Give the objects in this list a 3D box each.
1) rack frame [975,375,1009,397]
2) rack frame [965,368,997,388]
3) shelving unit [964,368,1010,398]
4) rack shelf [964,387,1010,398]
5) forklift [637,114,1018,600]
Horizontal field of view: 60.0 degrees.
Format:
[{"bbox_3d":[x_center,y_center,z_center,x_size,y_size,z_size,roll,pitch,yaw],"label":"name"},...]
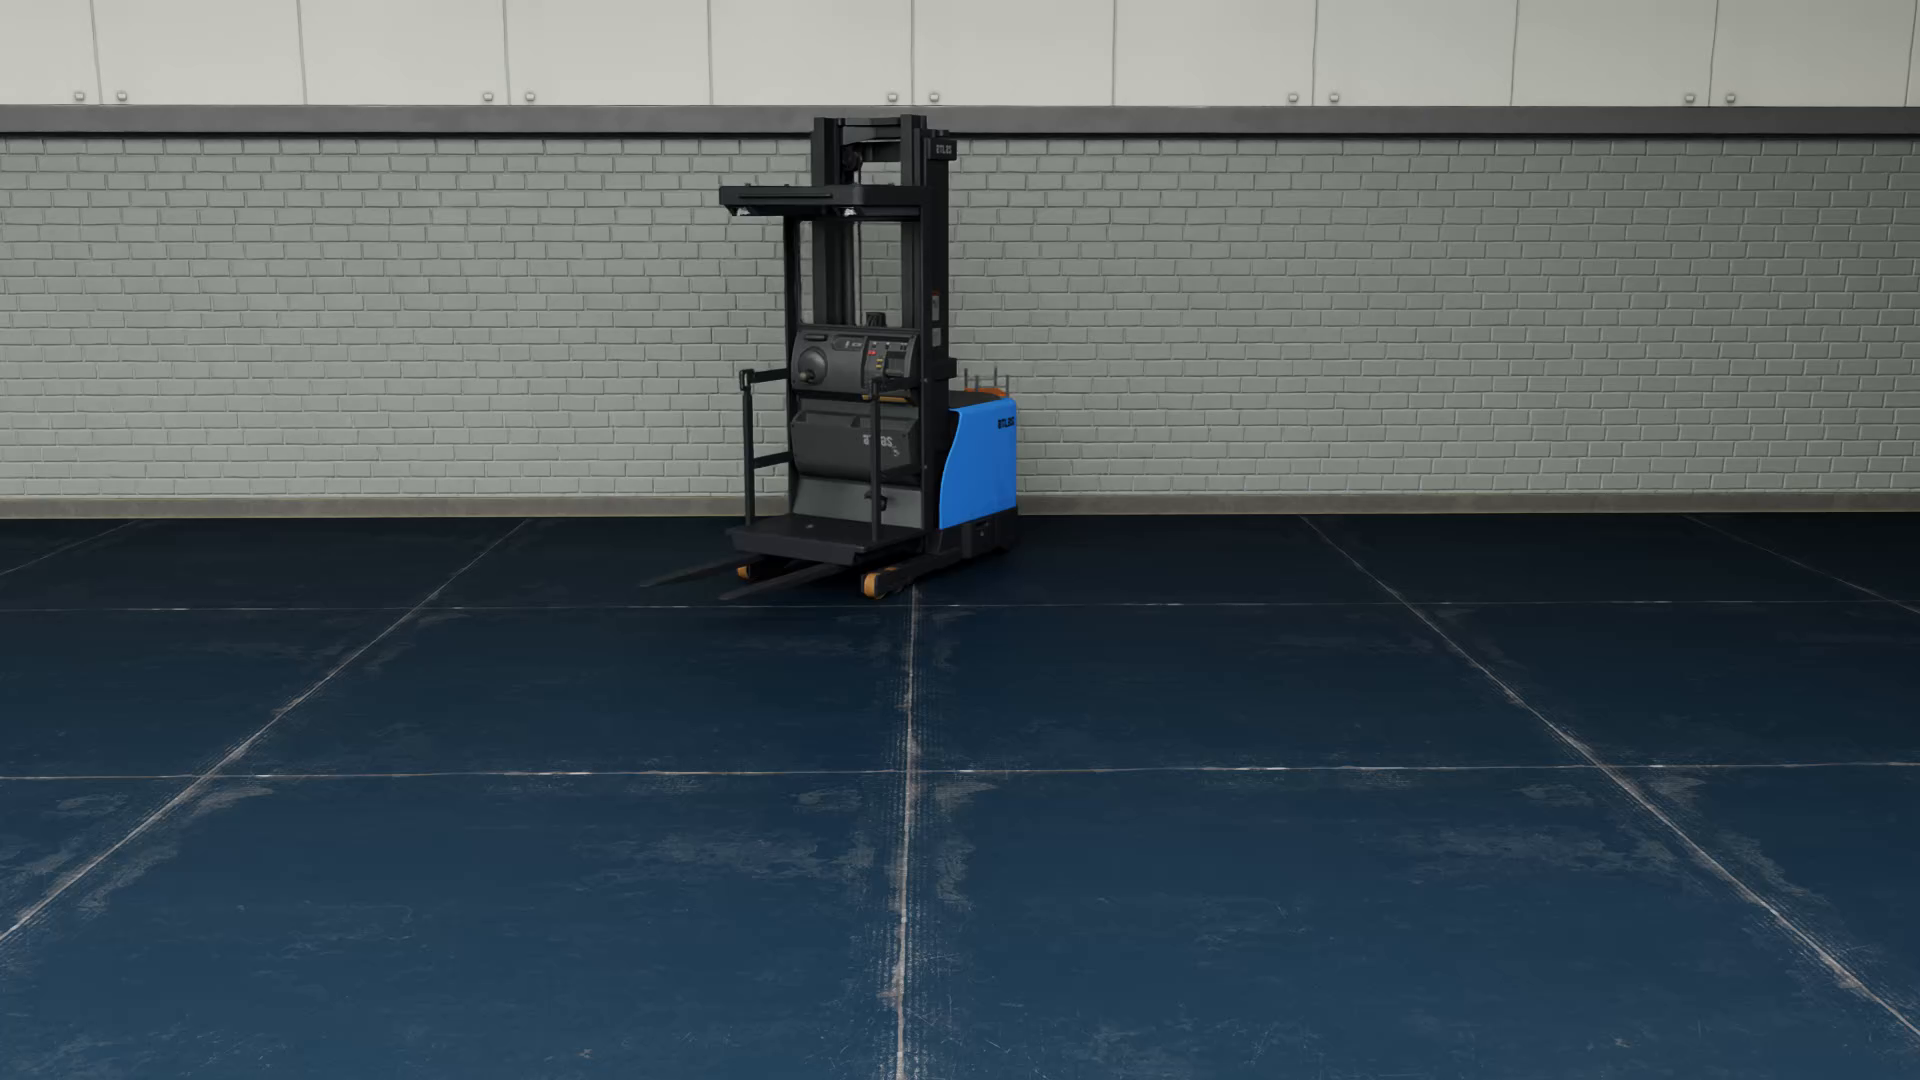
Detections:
[{"bbox_3d":[0.229,-0.582,11.909,0.240,1.200,0.015,-2,12,-9],"label":"rack frame"},{"bbox_3d":[0.154,-0.678,12.382,0.240,1.200,0.015,-2,12,-9],"label":"rack frame"},{"bbox_3d":[0.191,-0.630,12.145,0.258,1.200,0.503,-2,12,-9],"label":"shelving unit"},{"bbox_3d":[0.191,-1.015,12.067,0.258,0.148,0.480,-2,12,-9],"label":"rack shelf"},{"bbox_3d":[-0.795,-1.177,10.488,1.130,2.935,3.031,7,13,31],"label":"forklift"}]
